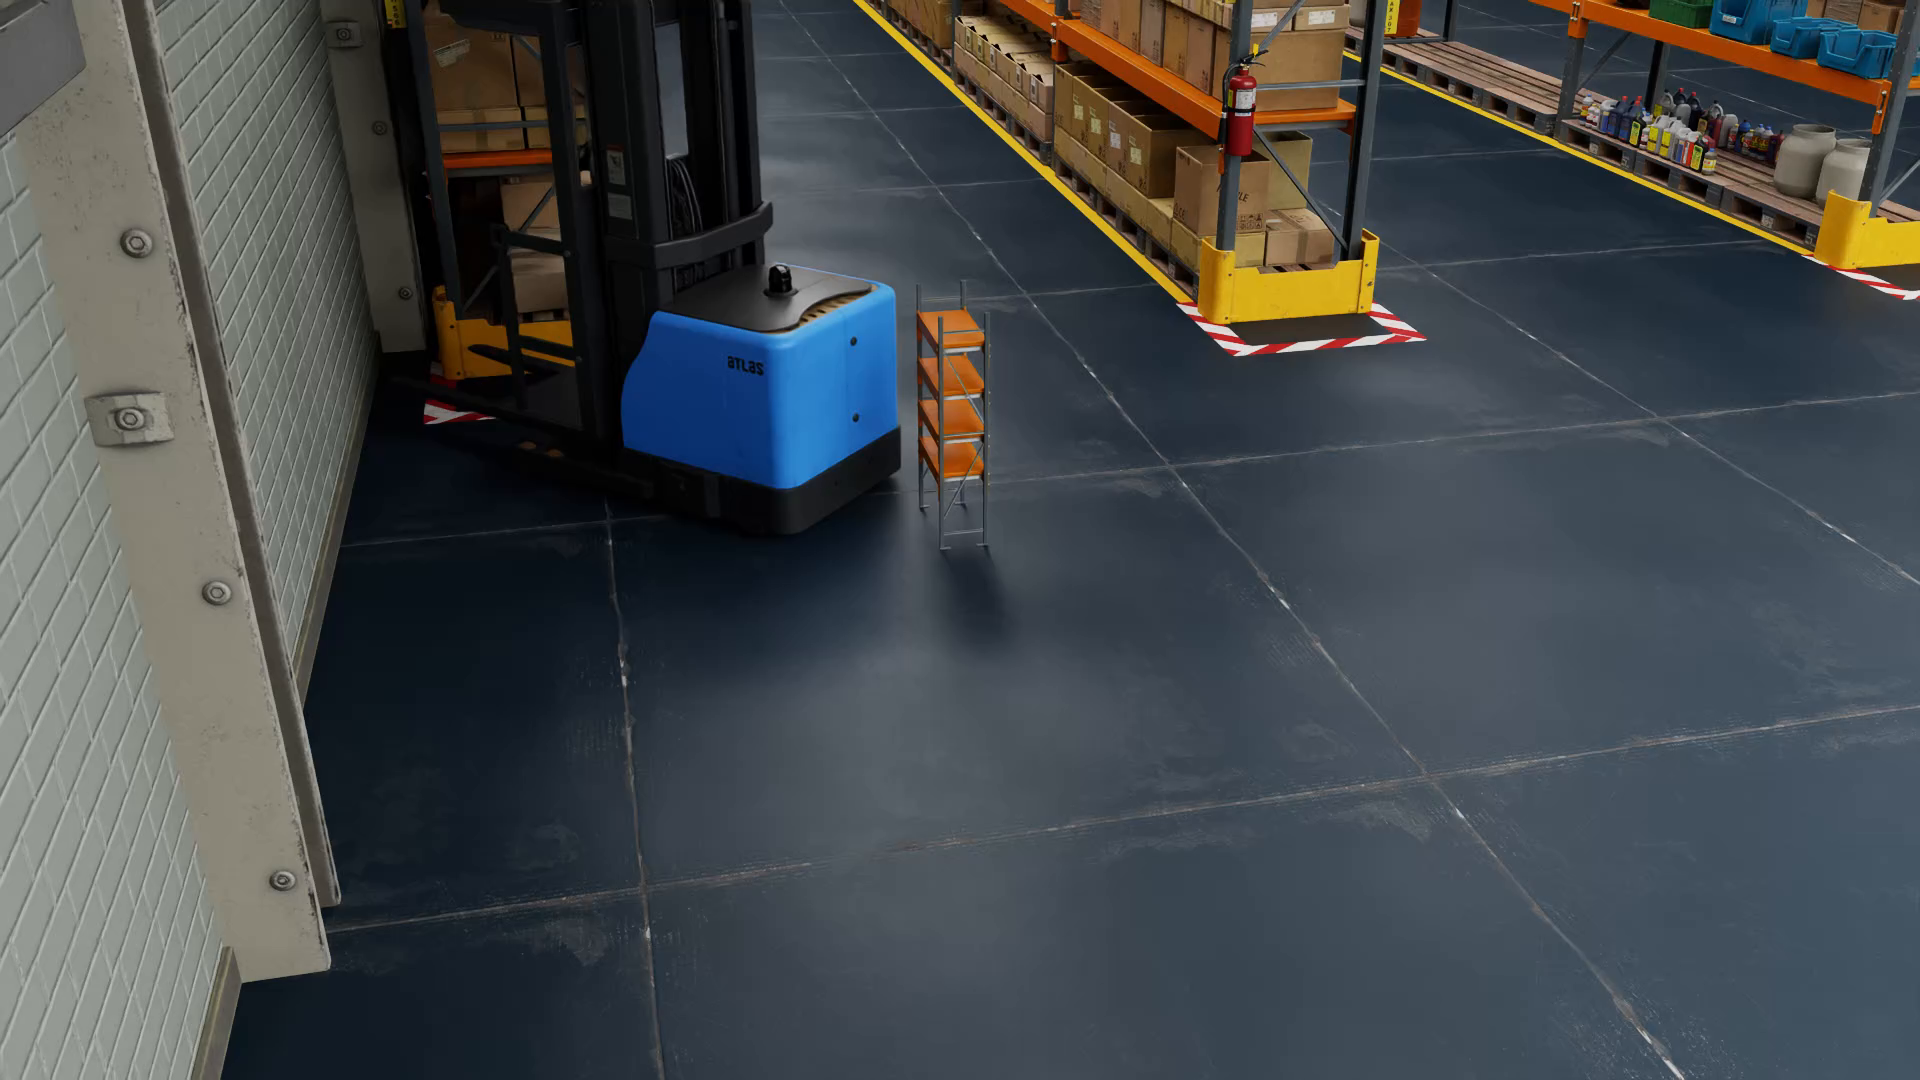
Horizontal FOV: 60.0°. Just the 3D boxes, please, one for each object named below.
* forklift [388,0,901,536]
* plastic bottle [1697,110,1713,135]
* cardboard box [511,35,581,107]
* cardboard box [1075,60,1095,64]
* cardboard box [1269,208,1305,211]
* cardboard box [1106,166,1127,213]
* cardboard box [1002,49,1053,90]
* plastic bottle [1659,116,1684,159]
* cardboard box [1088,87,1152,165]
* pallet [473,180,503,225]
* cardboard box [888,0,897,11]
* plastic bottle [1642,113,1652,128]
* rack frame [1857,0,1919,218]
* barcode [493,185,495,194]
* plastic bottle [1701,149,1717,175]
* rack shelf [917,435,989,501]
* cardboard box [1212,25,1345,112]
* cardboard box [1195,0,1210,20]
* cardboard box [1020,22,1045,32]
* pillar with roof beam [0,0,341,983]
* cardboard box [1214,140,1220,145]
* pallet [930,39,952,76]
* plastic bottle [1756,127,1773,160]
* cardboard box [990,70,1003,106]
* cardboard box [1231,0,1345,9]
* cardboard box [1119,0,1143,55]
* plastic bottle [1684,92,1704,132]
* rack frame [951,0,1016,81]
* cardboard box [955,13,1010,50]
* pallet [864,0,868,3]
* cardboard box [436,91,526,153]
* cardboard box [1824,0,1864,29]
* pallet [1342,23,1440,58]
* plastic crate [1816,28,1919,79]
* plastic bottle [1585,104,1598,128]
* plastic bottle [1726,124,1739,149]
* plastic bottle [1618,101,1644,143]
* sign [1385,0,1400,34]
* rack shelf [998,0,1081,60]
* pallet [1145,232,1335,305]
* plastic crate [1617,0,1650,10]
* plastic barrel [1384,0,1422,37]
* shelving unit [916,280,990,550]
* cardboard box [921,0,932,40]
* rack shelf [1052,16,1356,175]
[{"bbox_3d":[-1.837,-1.809,8.582,3.031,2.935,1.130,15,31,28],"label":"forklift"},{"bbox_3d":[6.583,-3.660,14.698,0.061,0.283,0.133,-6,27,-12],"label":"plastic bottle"},{"bbox_3d":[-2.431,-2.932,10.042,0.500,0.500,0.500,-6,27,-12],"label":"cardboard box"},{"bbox_3d":[1.350,-4.313,15.429,0.500,0.311,0.500,-6,27,-12],"label":"cardboard box"},{"bbox_3d":[2.189,-2.357,12.176,0.500,0.250,0.500,-6,27,-12],"label":"cardboard box"},{"bbox_3d":[1.451,-2.742,12.940,0.500,0.250,0.500,-6,27,-12],"label":"cardboard box"},{"bbox_3d":[0.704,-4.482,15.763,0.500,0.311,0.500,-6,27,-12],"label":"cardboard box"},{"bbox_3d":[6.093,-3.443,14.194,0.144,0.351,0.185,-5,27,-9],"label":"plastic bottle"},{"bbox_3d":[1.333,-3.296,13.204,0.500,0.500,0.500,-6,27,-12],"label":"cardboard box"},{"bbox_3d":[-3.332,-2.635,13.236,1.003,0.211,1.213,-6,27,-12],"label":"pallet"},{"bbox_3d":[-0.623,-7.031,21.137,0.500,0.500,0.500,-7,28,-14],"label":"cardboard box"},{"bbox_3d":[6.025,-3.615,14.623,0.097,0.271,0.097,0,27,0],"label":"plastic bottle"},{"bbox_3d":[7.036,-3.421,11.699,1.000,3.000,0.127,-6,27,-12],"label":"rack frame"},{"bbox_3d":[-3.618,-2.723,12.912,0.001,0.075,0.075,-6,27,-12],"label":"barcode"},{"bbox_3d":[6.195,-3.130,13.739,0.097,0.201,0.097,0,27,0],"label":"plastic bottle"},{"bbox_3d":[-0.037,-0.371,8.243,0.258,0.148,0.480,-6,27,-12],"label":"rack shelf"},{"bbox_3d":[2.117,-3.170,11.091,0.700,0.500,0.500,-6,27,-12],"label":"cardboard box"},{"bbox_3d":[1.820,-3.629,11.280,0.380,0.149,0.250,-6,27,-12],"label":"cardboard box"},{"bbox_3d":[0.888,-5.209,17.205,0.500,0.311,0.500,-6,27,-12],"label":"cardboard box"},{"bbox_3d":[1.930,-3.116,4.436,9.100,9.000,0.400,-6,27,-12],"label":"pillar with roof beam"},{"bbox_3d":[2.066,-2.910,12.439,0.500,0.500,0.500,-6,27,-12],"label":"cardboard box"},{"bbox_3d":[0.275,-5.518,18.949,1.003,0.211,1.213,-6,27,-12],"label":"pallet"},{"bbox_3d":[6.854,-3.377,14.152,0.097,0.271,0.097,0,27,0],"label":"plastic bottle"},{"bbox_3d":[0.591,-4.458,16.340,0.500,0.250,0.500,-5,27,-11],"label":"cardboard box"},{"bbox_3d":[2.105,-3.773,10.845,0.700,0.500,0.500,-6,27,-11],"label":"cardboard box"},{"bbox_3d":[1.649,-4.075,12.883,0.700,0.500,0.500,-6,27,-11],"label":"cardboard box"},{"bbox_3d":[6.604,-3.853,15.006,0.144,0.351,0.185,-7,28,-14],"label":"plastic bottle"},{"bbox_3d":[0.407,-6.432,17.664,1.000,3.000,0.127,-6,27,-12],"label":"rack frame"},{"bbox_3d":[0.238,-5.382,17.547,0.500,0.311,0.500,-5,27,-10],"label":"cardboard box"},{"bbox_3d":[-0.927,-7.781,23.432,1.003,0.211,1.213,-6,27,-12],"label":"pallet"},{"bbox_3d":[-2.910,-2.542,10.102,0.500,0.250,0.500,-6,27,-11],"label":"cardboard box"},{"bbox_3d":[10.367,-5.982,19.059,0.700,0.500,0.500,-8,28,-16],"label":"cardboard box"},{"bbox_3d":[5.015,-6.030,19.962,1.003,0.211,1.213,-6,27,-12],"label":"pallet"},{"bbox_3d":[6.632,-3.544,12.107,0.499,0.251,0.616,-6,27,-12],"label":"plastic crate"},{"bbox_3d":[5.802,-3.895,15.255,0.097,0.201,0.097,0,27,0],"label":"plastic bottle"},{"bbox_3d":[6.763,-3.524,14.520,0.097,0.201,0.097,0,27,0],"label":"plastic bottle"},{"bbox_3d":[5.955,-3.711,14.726,0.144,0.351,0.185,-7,28,-14],"label":"plastic bottle"},{"bbox_3d":[2.752,-3.395,10.599,0.100,0.325,0.005,-6,27,-12],"label":"sign"},{"bbox_3d":[0.857,-5.232,16.086,1.077,0.370,4.000,-6,27,-12],"label":"rack shelf"},{"bbox_3d":[1.996,-2.006,11.990,1.003,0.211,1.213,-6,27,-12],"label":"pallet"},{"bbox_3d":[6.129,-4.906,14.711,0.767,0.338,0.504,-6,27,-12],"label":"plastic crate"},{"bbox_3d":[5.106,-6.365,19.473,0.600,0.830,0.708,-6,27,-12],"label":"plastic barrel"},{"bbox_3d":[-0.037,-0.608,8.124,0.258,1.200,0.503,-6,27,-12],"label":"shelving unit"},{"bbox_3d":[-0.149,-6.126,19.344,0.500,0.500,0.500,-7,28,-13],"label":"cardboard box"},{"bbox_3d":[1.759,-3.476,12.607,1.077,0.370,4.000,-6,27,-12],"label":"rack shelf"}]
